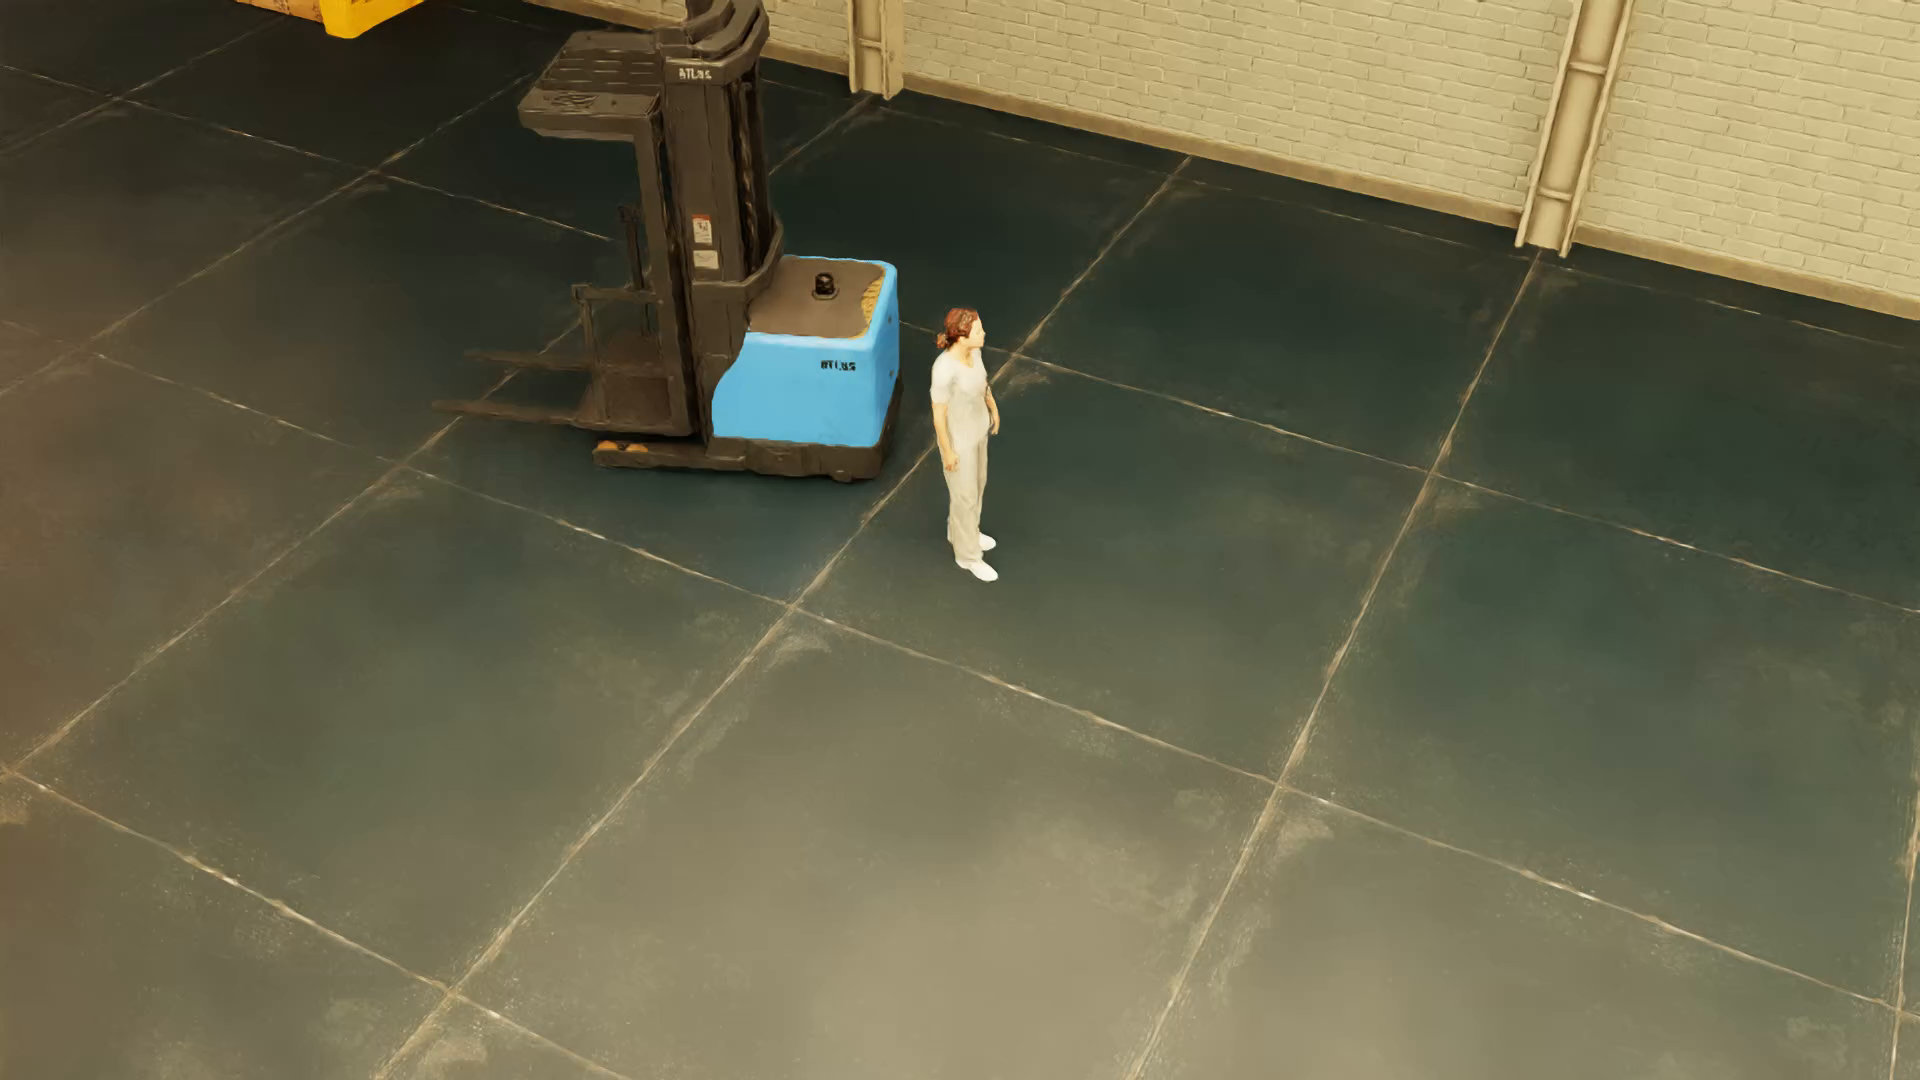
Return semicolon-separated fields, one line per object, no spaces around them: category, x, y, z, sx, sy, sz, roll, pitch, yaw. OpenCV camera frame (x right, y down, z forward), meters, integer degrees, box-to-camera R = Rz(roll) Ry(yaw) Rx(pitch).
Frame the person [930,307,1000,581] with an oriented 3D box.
person;0.091;-0.596;9.672;0.520;1.673;0.550;18;43;20

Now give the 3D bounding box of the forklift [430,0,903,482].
forklift;-1.947;-1.913;10.258;3.031;2.935;1.130;5;40;6
